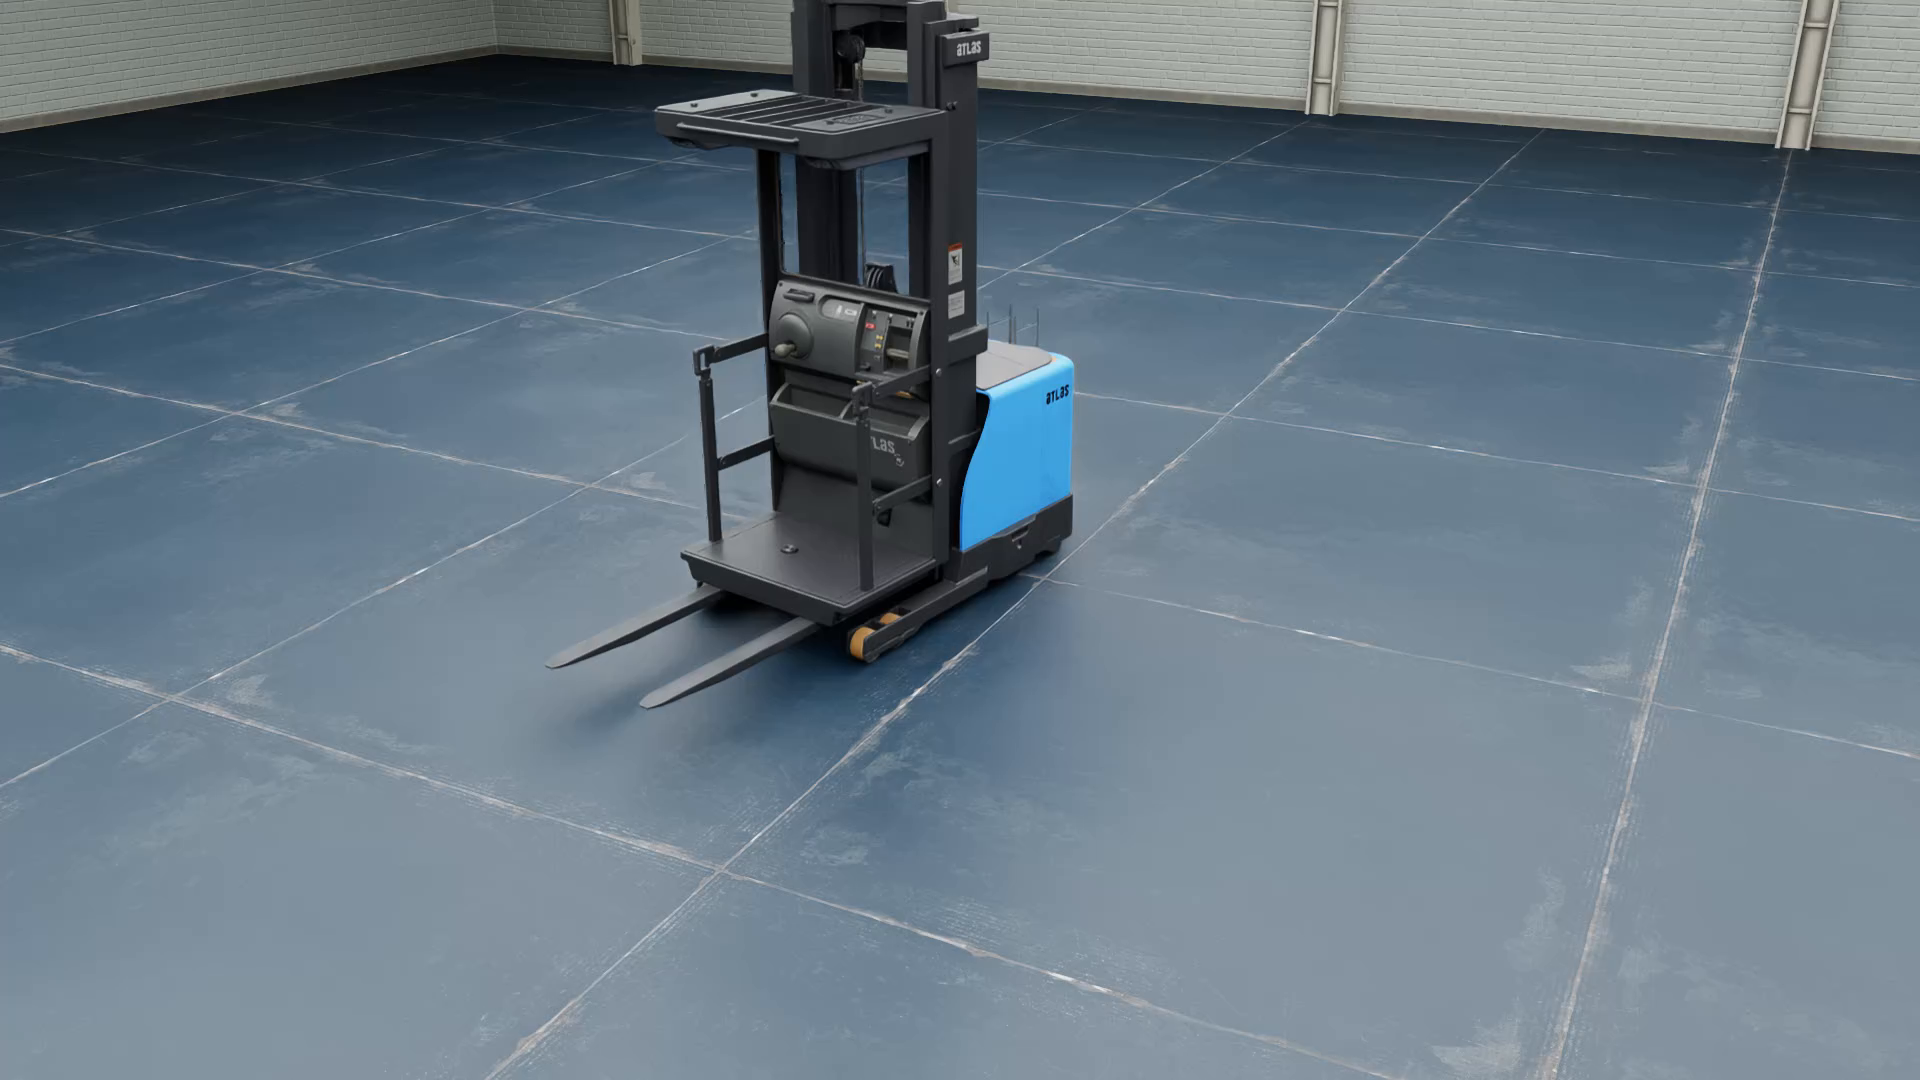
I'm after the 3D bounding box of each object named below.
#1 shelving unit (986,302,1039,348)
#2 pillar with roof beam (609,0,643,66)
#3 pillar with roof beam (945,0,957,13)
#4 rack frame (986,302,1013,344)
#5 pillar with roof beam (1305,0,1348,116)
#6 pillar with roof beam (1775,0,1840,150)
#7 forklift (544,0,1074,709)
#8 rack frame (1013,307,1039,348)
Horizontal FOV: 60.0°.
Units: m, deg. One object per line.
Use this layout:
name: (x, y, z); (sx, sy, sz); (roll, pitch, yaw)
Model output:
shelving unit: (0.291, -0.720, 9.409); (0.189, 1.200, 0.258); (16, 28, 34)
pillar with roof beam: (-7.582, -10.735, 22.993); (0.400, 9.000, 9.100); (11, 25, 25)
pillar with roof beam: (-2.228, -9.675, 20.502); (0.400, 9.000, 9.100); (11, 25, 25)
rack frame: (0.218, -0.742, 9.459); (0.006, 1.200, 0.240); (16, 28, 34)
pillar with roof beam: (3.127, -8.616, 18.010); (0.400, 9.000, 9.100); (11, 25, 25)
pillar with roof beam: (8.481, -7.556, 15.519); (0.400, 9.000, 9.100); (11, 25, 25)
forklift: (-0.671, -0.984, 7.820); (1.130, 2.935, 3.031); (16, 28, 34)
rack frame: (0.364, -0.699, 9.358); (0.006, 1.200, 0.240); (16, 28, 34)
